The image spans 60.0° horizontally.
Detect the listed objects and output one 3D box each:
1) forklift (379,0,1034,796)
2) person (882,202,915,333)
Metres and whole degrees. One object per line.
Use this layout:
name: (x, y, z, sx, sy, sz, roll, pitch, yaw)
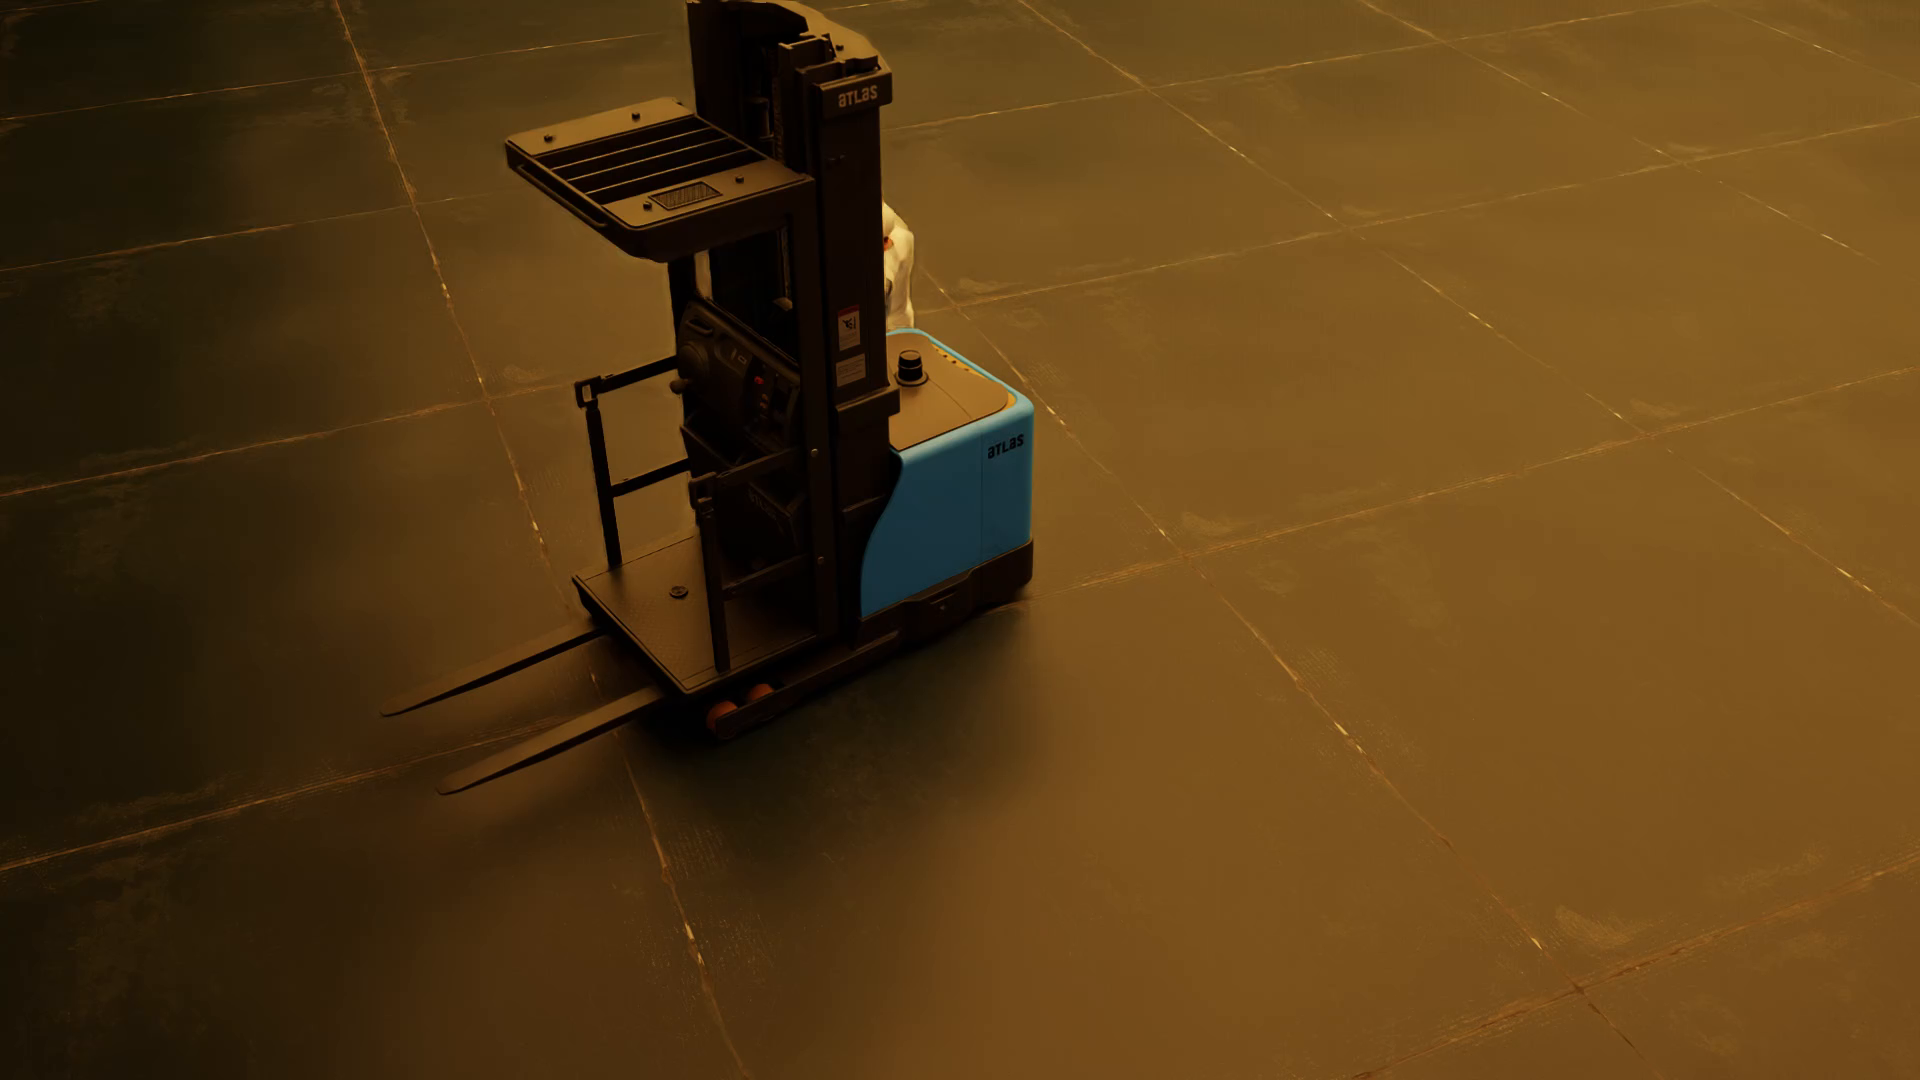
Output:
forklift: (-1.119, -0.659, 7.026, 3.031, 2.935, 1.130, -24, 42, -30)
person: (-0.684, -1.142, 8.949, 0.995, 1.468, 0.977, -26, 43, -31)
